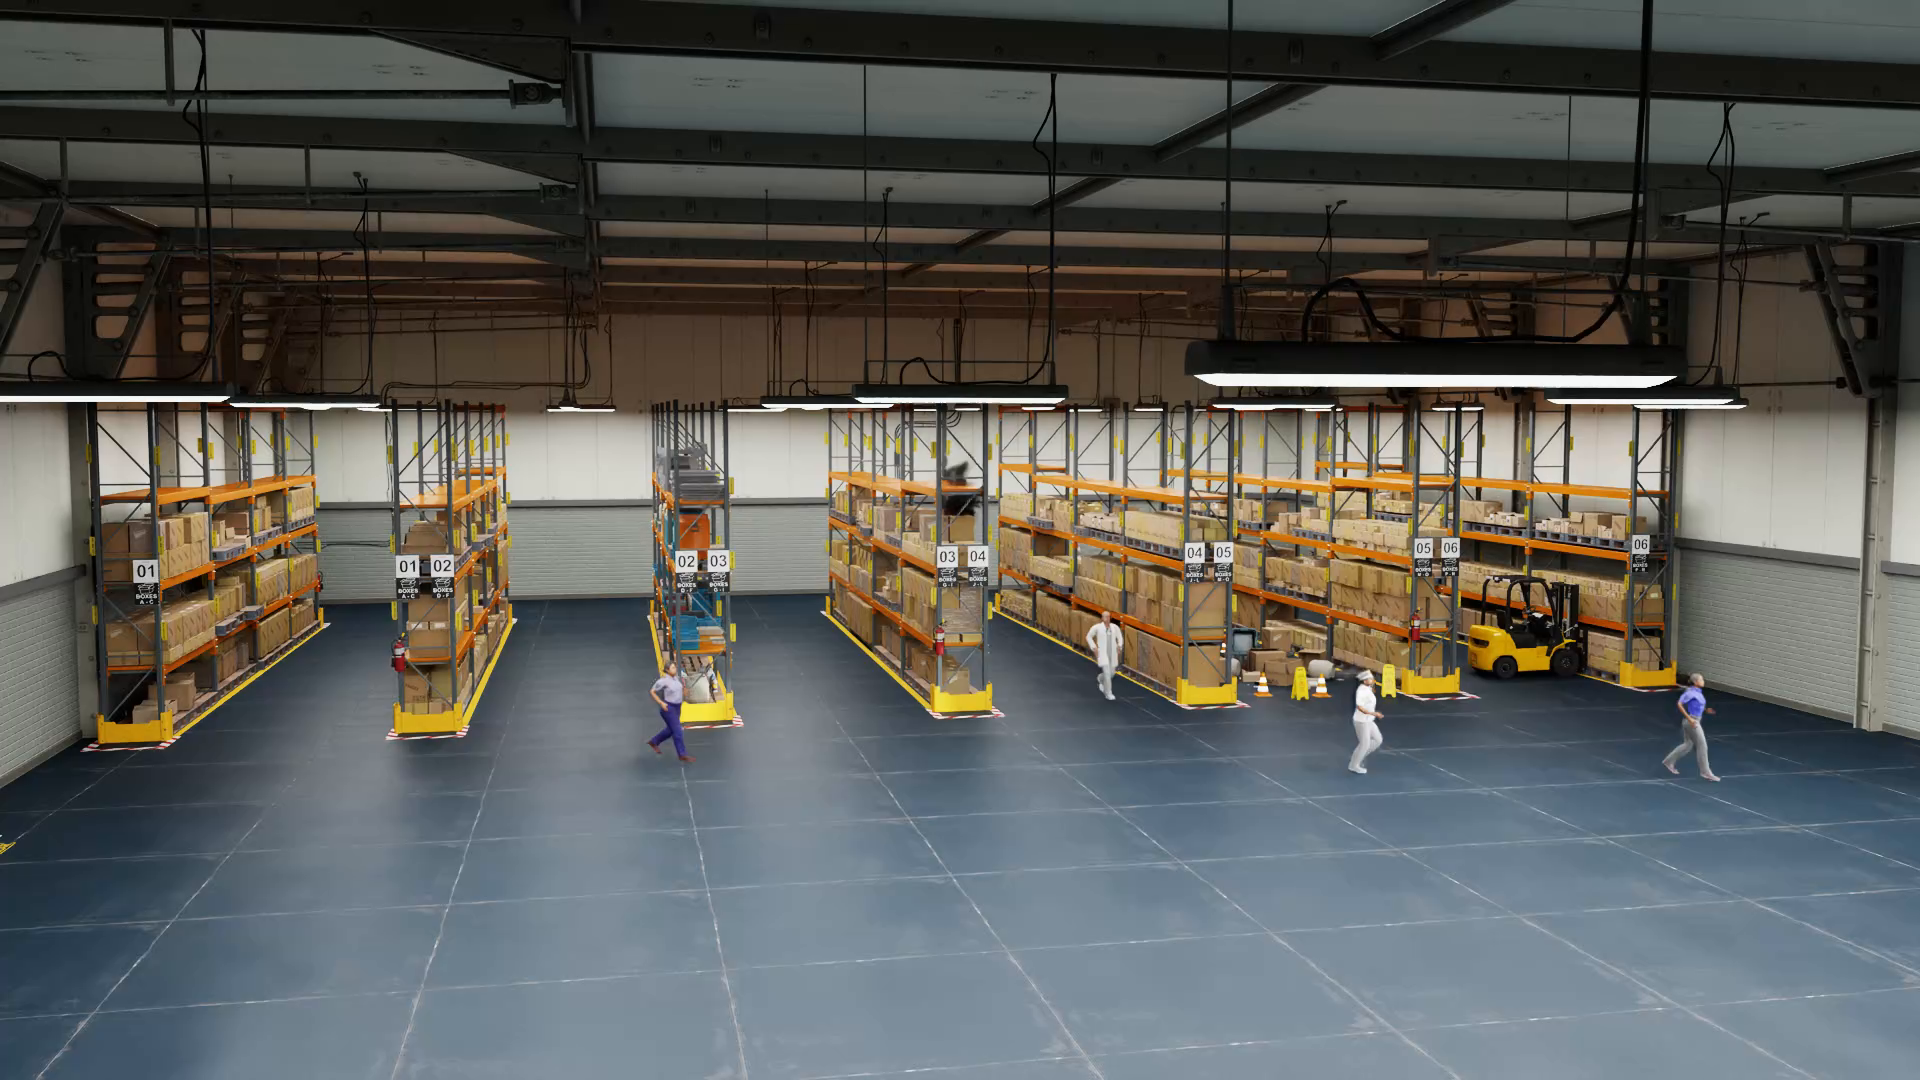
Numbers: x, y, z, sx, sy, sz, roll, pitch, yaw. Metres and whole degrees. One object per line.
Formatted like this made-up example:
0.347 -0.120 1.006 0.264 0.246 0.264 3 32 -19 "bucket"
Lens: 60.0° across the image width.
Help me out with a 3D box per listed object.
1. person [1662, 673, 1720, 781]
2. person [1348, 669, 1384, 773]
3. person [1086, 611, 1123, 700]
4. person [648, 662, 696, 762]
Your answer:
11.509 2.911 26.111 0.847 1.661 0.586 2 5 28 "person"
6.495 2.887 26.536 0.571 1.663 0.578 2 5 27 "person"
2.932 2.310 33.584 0.743 1.751 0.934 -2 5 -19 "person"
-4.780 2.817 27.473 0.940 1.628 0.610 1 5 18 "person"
